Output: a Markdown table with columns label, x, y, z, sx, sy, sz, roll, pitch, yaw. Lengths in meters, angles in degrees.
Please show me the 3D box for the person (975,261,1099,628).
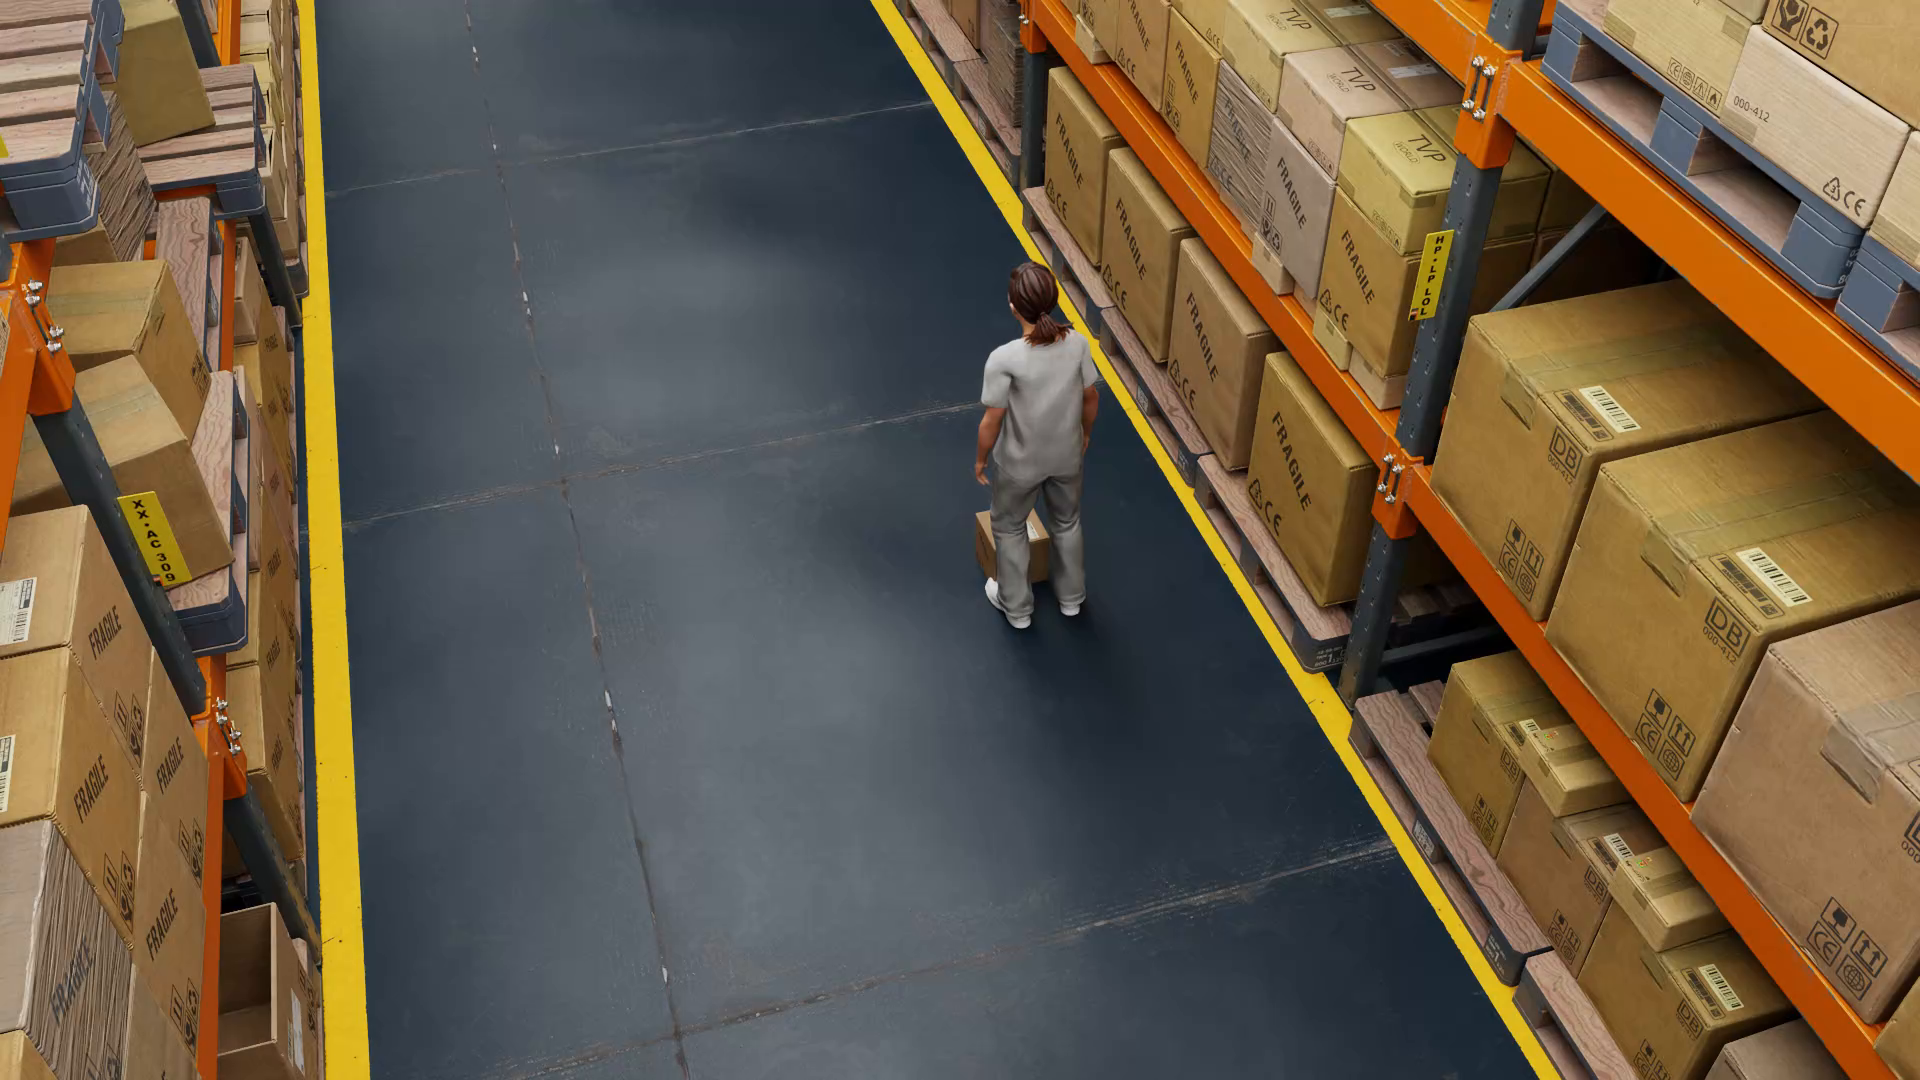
| label | x | y | z | sx | sy | sz | roll | pitch | yaw |
| --- | --- | --- | --- | --- | --- | --- | --- | --- | --- |
| person | 0.303 | -0.339 | 6.533 | 0.508 | 1.673 | 0.354 | -13 | 44 | -14 |
